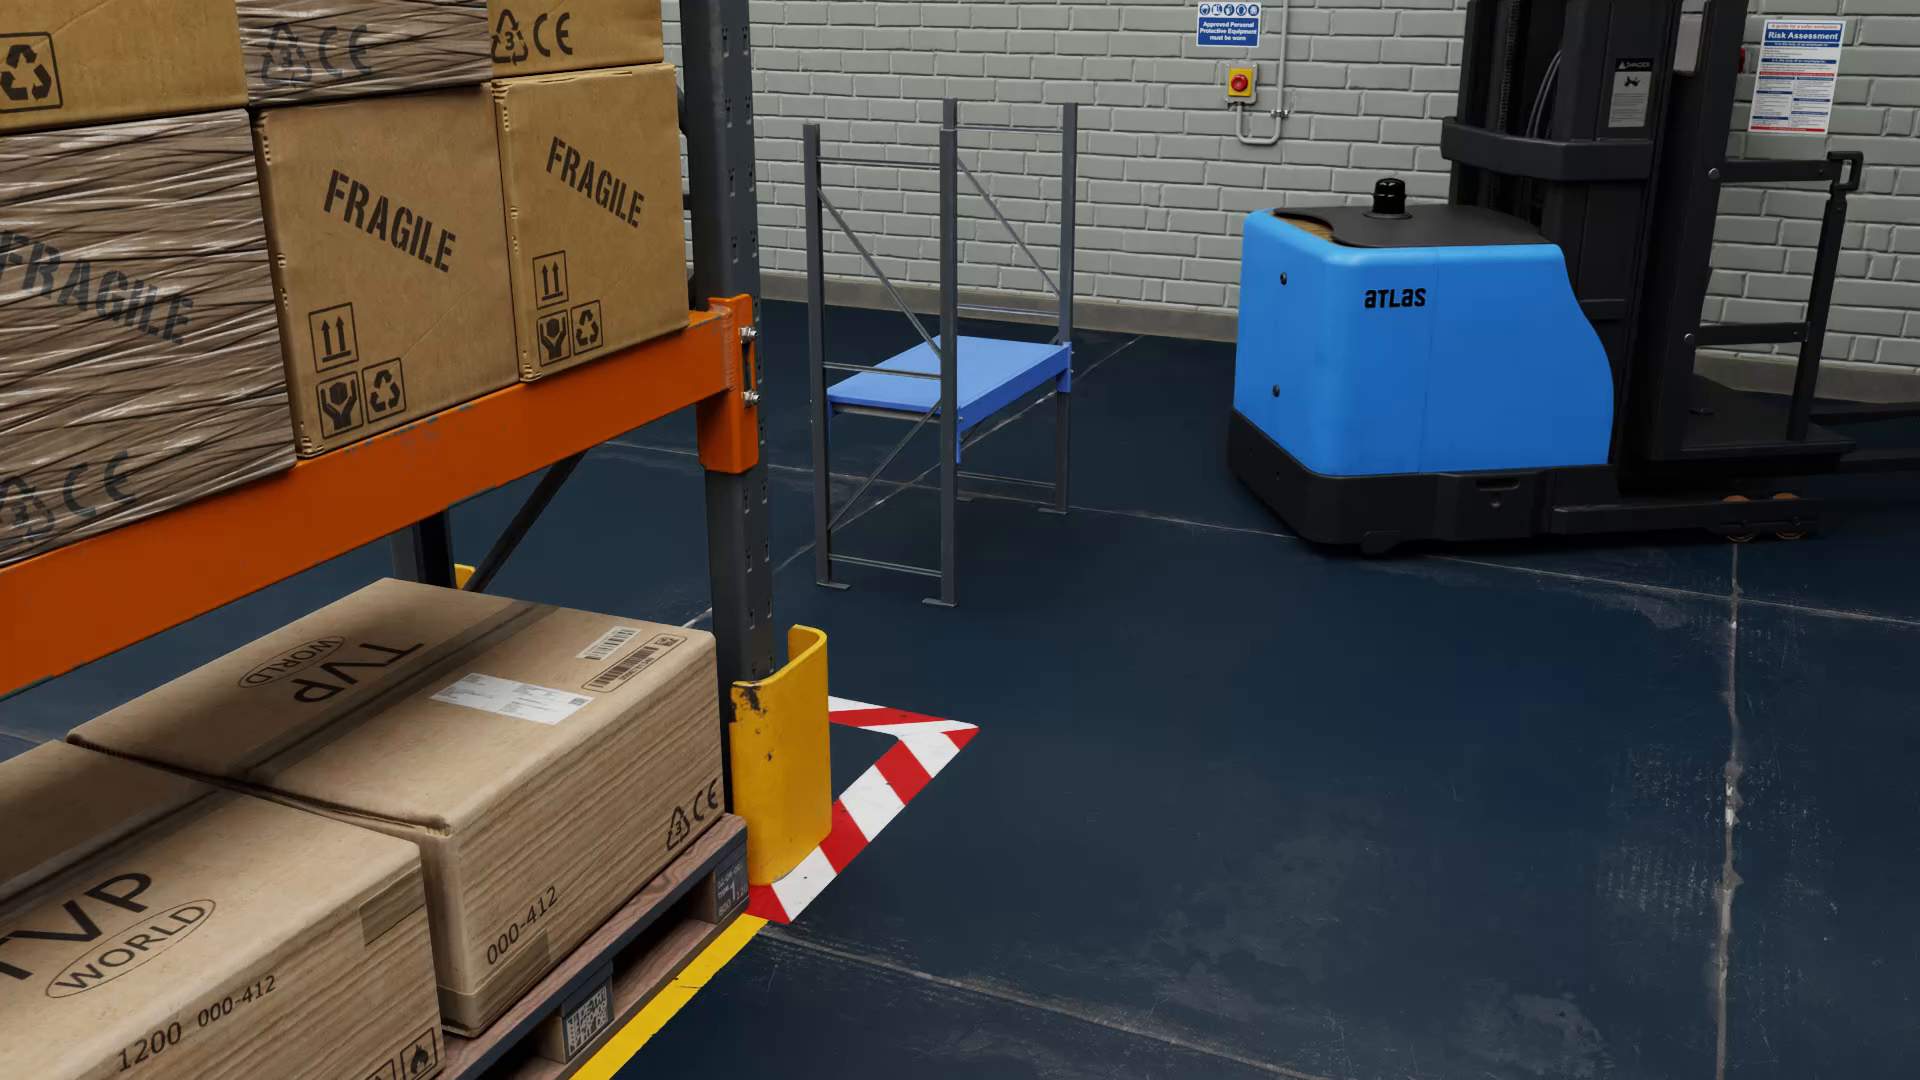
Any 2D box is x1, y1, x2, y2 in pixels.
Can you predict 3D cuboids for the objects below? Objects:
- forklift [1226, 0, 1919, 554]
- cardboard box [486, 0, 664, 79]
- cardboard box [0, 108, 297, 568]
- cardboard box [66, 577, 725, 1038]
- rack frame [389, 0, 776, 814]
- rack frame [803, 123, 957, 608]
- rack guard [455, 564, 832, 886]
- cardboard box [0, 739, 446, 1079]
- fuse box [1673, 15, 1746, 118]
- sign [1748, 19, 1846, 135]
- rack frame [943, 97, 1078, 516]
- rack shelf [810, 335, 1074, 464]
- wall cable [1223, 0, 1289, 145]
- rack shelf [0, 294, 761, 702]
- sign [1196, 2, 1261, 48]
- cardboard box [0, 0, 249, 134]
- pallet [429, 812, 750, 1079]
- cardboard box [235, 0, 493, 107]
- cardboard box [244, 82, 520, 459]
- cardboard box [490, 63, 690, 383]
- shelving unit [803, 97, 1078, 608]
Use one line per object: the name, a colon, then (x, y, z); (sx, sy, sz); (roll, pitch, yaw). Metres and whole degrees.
forklift: (2.619, -1.544, 5.936); (3.031, 2.935, 1.130); (-3, 20, -8)
cardboard box: (-0.881, -1.086, 2.904); (0.500, 0.500, 0.500); (9, 22, 24)
cardboard box: (-1.278, -0.301, 2.189); (0.500, 0.500, 0.500); (9, 22, 24)
cardboard box: (-1.080, 0.477, 3.348); (0.875, 0.438, 0.875); (8, 21, 21)
rack frame: (-0.901, -0.748, 3.594); (1.000, 3.000, 0.127); (9, 21, 23)
rack frame: (-0.243, -0.525, 5.207); (0.500, 1.500, 0.032); (9, 21, 23)
rack guard: (-0.891, 0.423, 4.034); (1.175, 0.500, 0.348); (9, 21, 23)
cardboard box: (-1.447, 0.758, 2.558); (0.875, 0.438, 0.875); (9, 22, 24)
fuse box: (3.244, -1.535, 7.730); (0.539, 1.711, 0.414); (9, 21, 23)
sign: (3.779, -2.092, 7.518); (0.329, 0.494, 0.001); (9, 21, 23)
rack frame: (0.173, -0.836, 6.081); (0.500, 1.500, 0.032); (9, 21, 23)
rack shelf: (-0.035, -0.511, 5.704); (0.538, 0.185, 1.000); (9, 21, 23)
wall cable: (1.387, -2.968, 8.275); (0.585, 1.953, 0.123); (9, 21, 23)
rack shelf: (-1.720, 0.203, 1.996); (1.077, 0.370, 4.000); (9, 21, 23)
sign: (1.368, -2.627, 8.476); (0.327, 0.218, 0.001); (9, 21, 23)
cardboard box: (-1.274, -0.771, 2.019); (0.500, 0.500, 0.500); (8, 21, 22)
pallet: (-1.157, 0.821, 3.344); (1.003, 0.211, 1.213); (9, 21, 23)
cardboard box: (-1.068, -0.922, 2.443); (0.500, 0.500, 0.500); (9, 21, 23)
cardboard box: (-1.076, -0.460, 2.635); (0.500, 0.500, 0.500); (8, 21, 22)
cardboard box: (-0.857, -0.611, 3.061); (0.500, 0.500, 0.500); (9, 21, 23)
shelving unit: (-0.035, -0.681, 5.644); (0.538, 1.500, 1.048); (9, 21, 23)
